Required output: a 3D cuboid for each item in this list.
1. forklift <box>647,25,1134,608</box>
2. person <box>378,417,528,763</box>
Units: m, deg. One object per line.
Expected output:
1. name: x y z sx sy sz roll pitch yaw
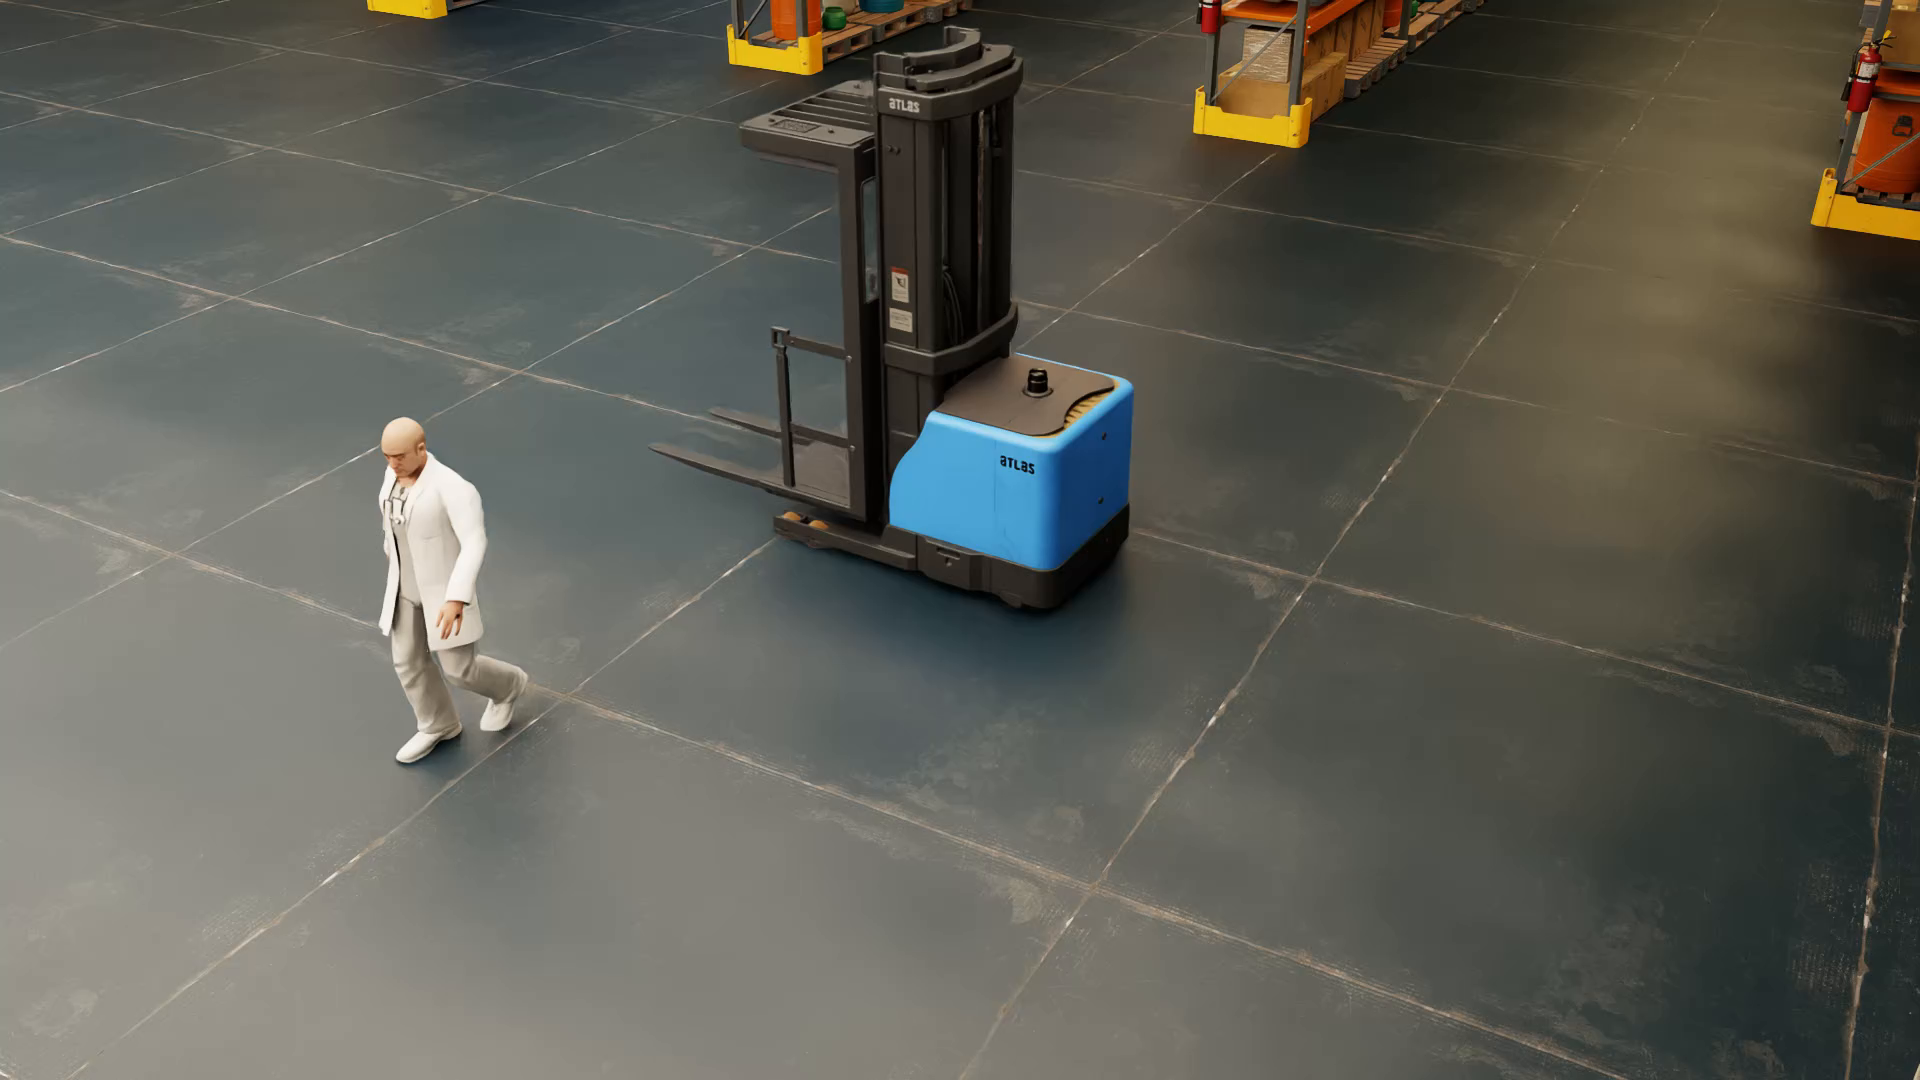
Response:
1. forklift: -0.527 -1.425 9.539 3.031 2.935 1.130 17 34 27
2. person: -2.476 0.218 7.871 0.880 1.762 0.697 15 33 24
